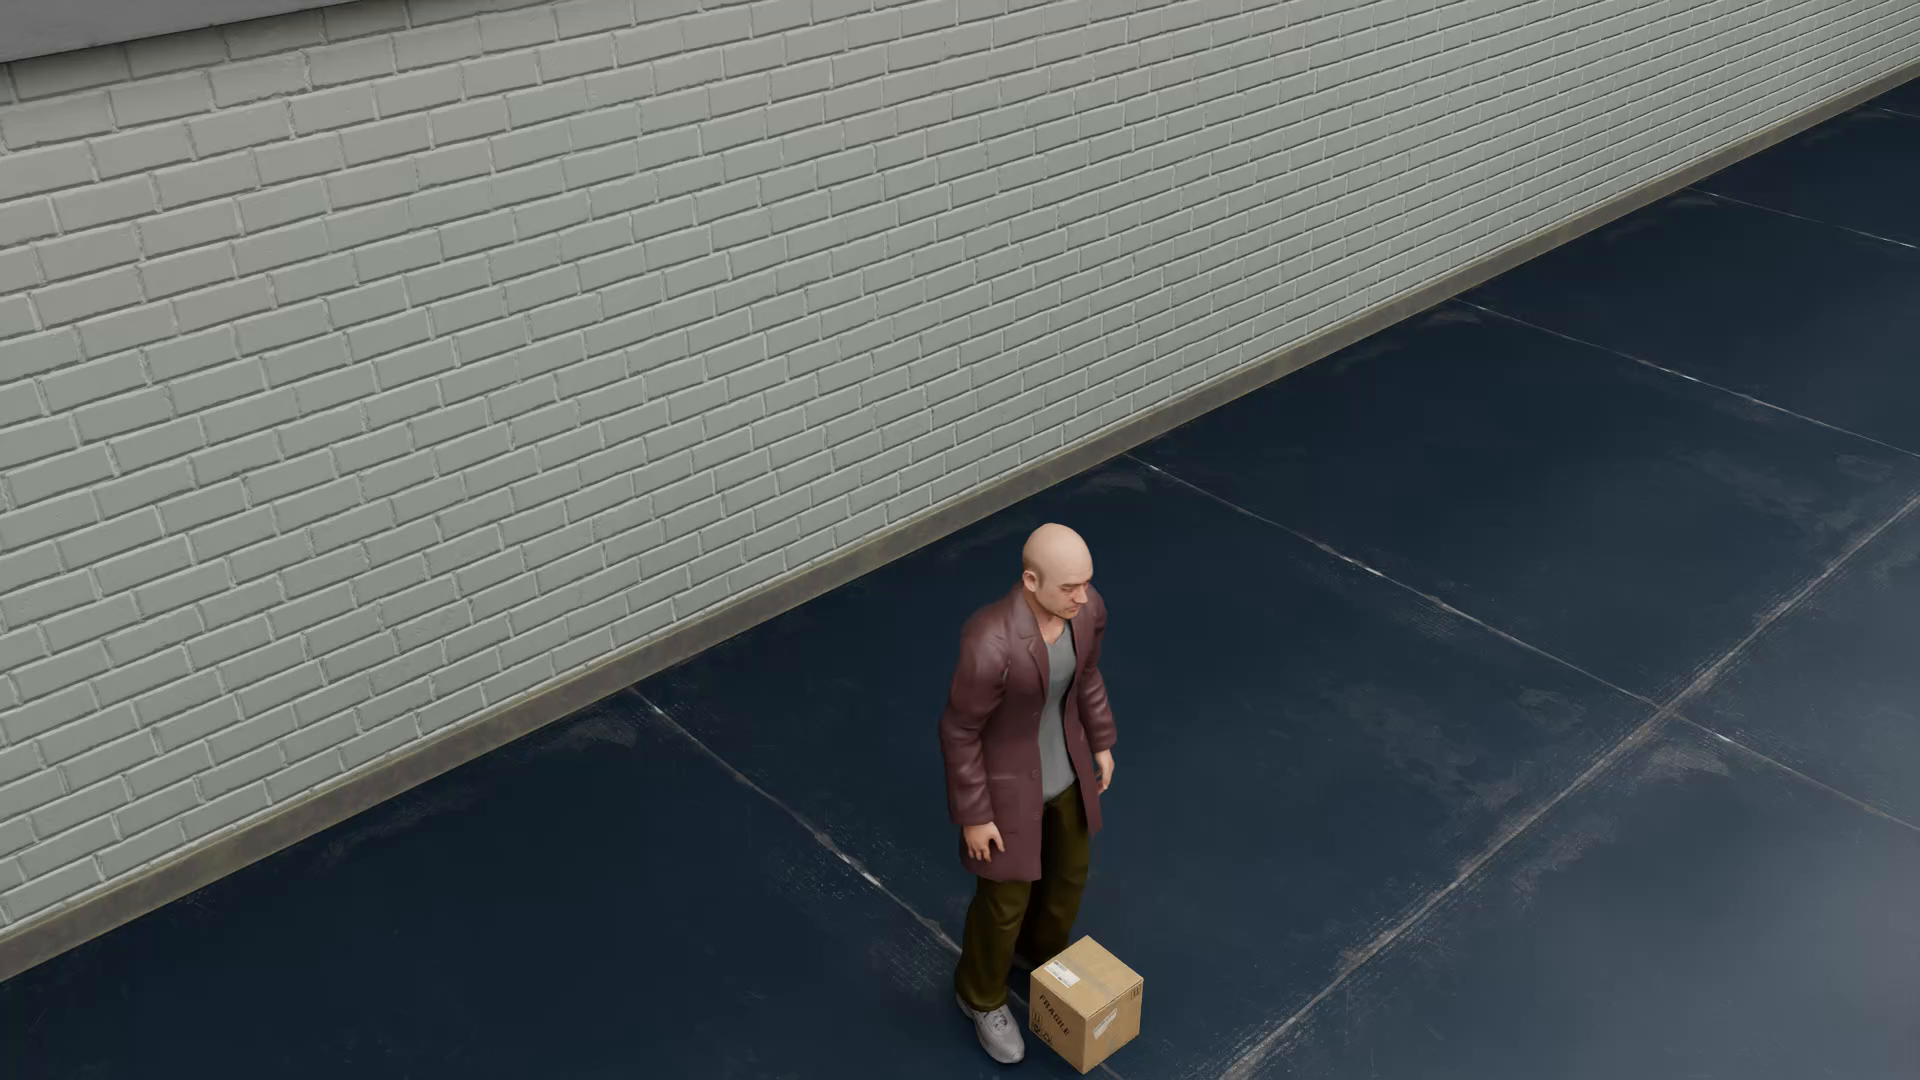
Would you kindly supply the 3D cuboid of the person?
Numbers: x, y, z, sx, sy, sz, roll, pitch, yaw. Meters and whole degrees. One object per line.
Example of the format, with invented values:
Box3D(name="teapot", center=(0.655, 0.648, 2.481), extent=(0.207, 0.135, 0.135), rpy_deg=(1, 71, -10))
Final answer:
Box3D(name="person", center=(0.214, 0.718, 4.971), extent=(0.641, 1.773, 0.427), rpy_deg=(-26, 40, -36))
